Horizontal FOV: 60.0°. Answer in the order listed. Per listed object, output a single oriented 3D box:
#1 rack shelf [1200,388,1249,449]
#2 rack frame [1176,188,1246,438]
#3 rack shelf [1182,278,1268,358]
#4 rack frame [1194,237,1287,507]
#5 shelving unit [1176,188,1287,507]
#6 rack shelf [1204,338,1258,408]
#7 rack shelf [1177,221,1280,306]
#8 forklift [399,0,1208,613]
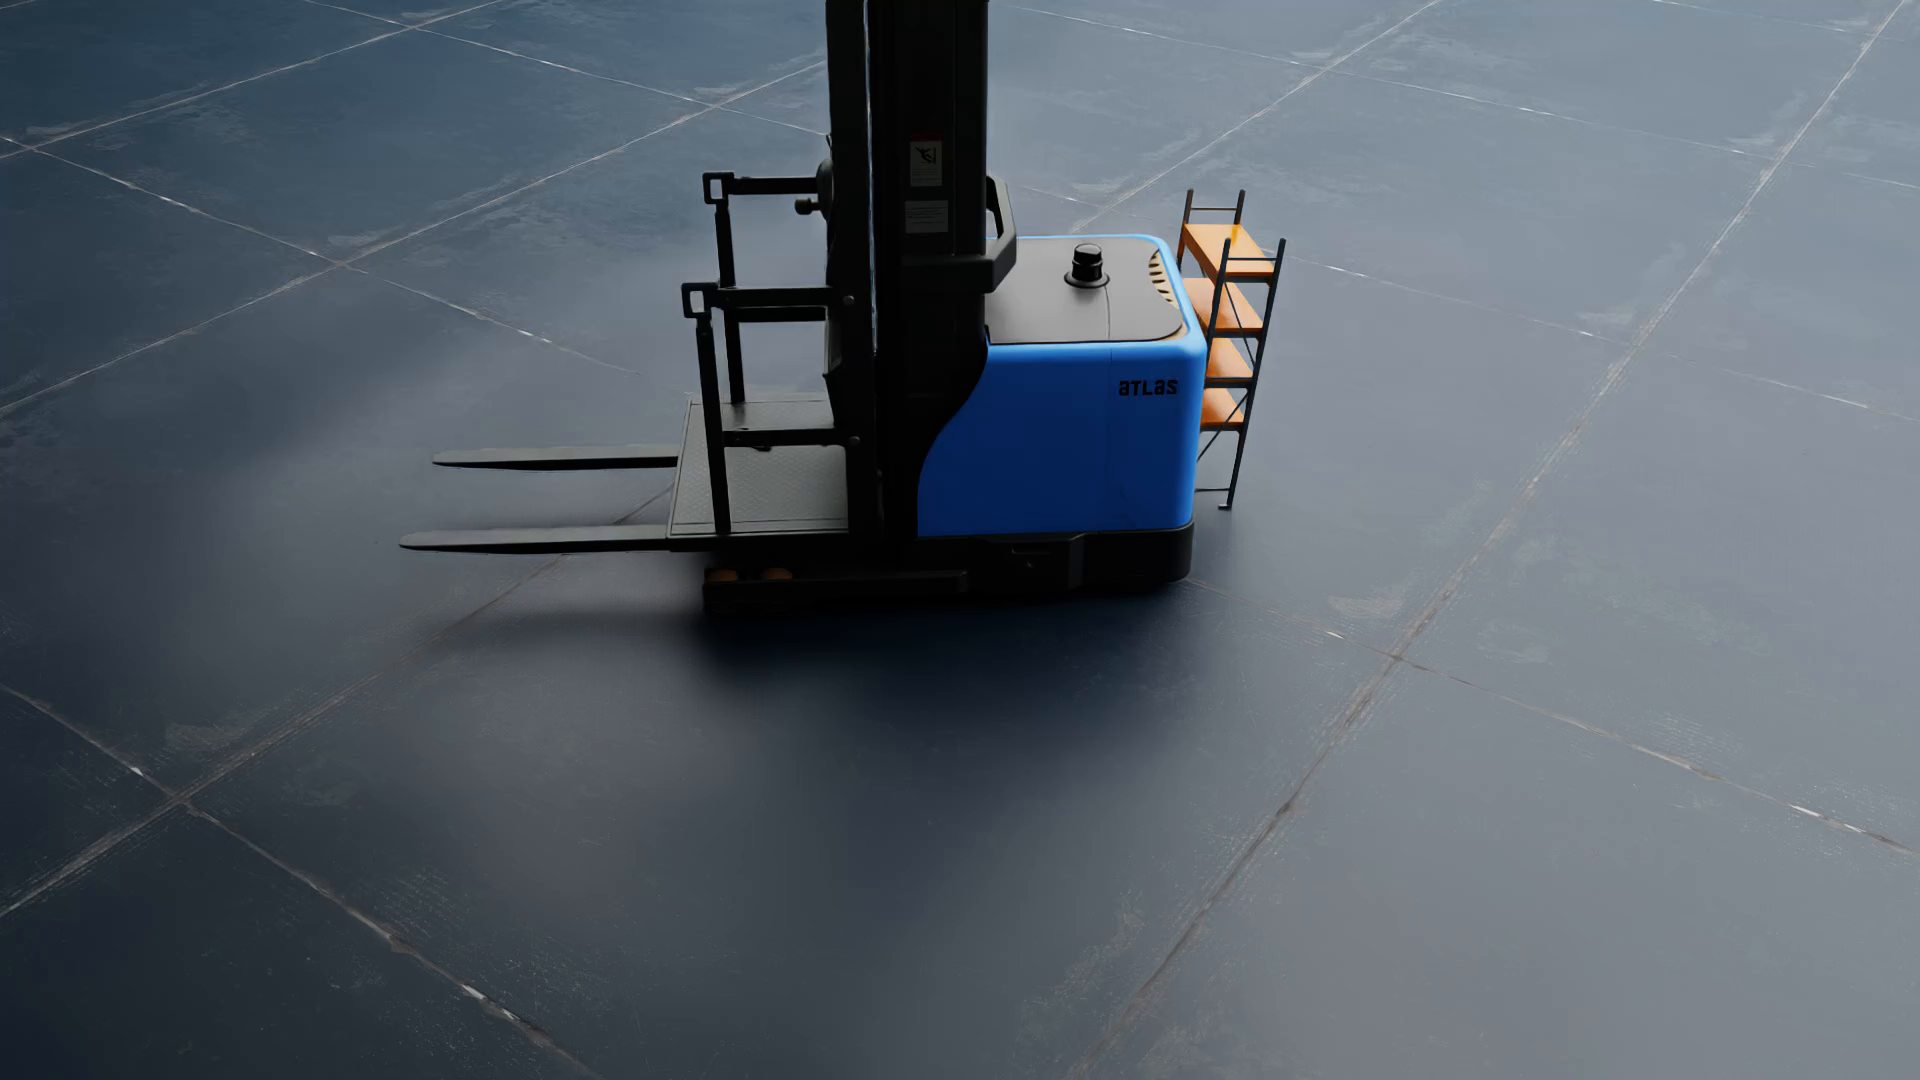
[{"bbox_3d":[1.002,-0.551,6.949,0.258,0.148,0.480,-2,34,-11],"label":"rack shelf"},{"bbox_3d":[0.982,-0.908,7.003,0.240,1.200,0.015,-2,34,-11],"label":"rack frame"},{"bbox_3d":[1.037,-0.903,6.718,0.258,0.148,0.480,-2,34,-11],"label":"rack shelf"},{"bbox_3d":[1.067,-0.638,6.605,0.240,1.200,0.015,-2,34,-11],"label":"rack frame"},{"bbox_3d":[1.024,-0.773,6.804,0.258,1.200,0.503,-2,34,-11],"label":"shelving unit"},{"bbox_3d":[1.019,-0.717,6.841,0.258,0.148,0.480,-2,34,-11],"label":"rack shelf"},{"bbox_3d":[1.057,-1.100,6.589,0.258,0.148,0.480,-2,34,-11],"label":"rack shelf"},{"bbox_3d":[-0.640,-1.241,5.968,3.031,2.935,1.130,-2,34,-3],"label":"forklift"}]
